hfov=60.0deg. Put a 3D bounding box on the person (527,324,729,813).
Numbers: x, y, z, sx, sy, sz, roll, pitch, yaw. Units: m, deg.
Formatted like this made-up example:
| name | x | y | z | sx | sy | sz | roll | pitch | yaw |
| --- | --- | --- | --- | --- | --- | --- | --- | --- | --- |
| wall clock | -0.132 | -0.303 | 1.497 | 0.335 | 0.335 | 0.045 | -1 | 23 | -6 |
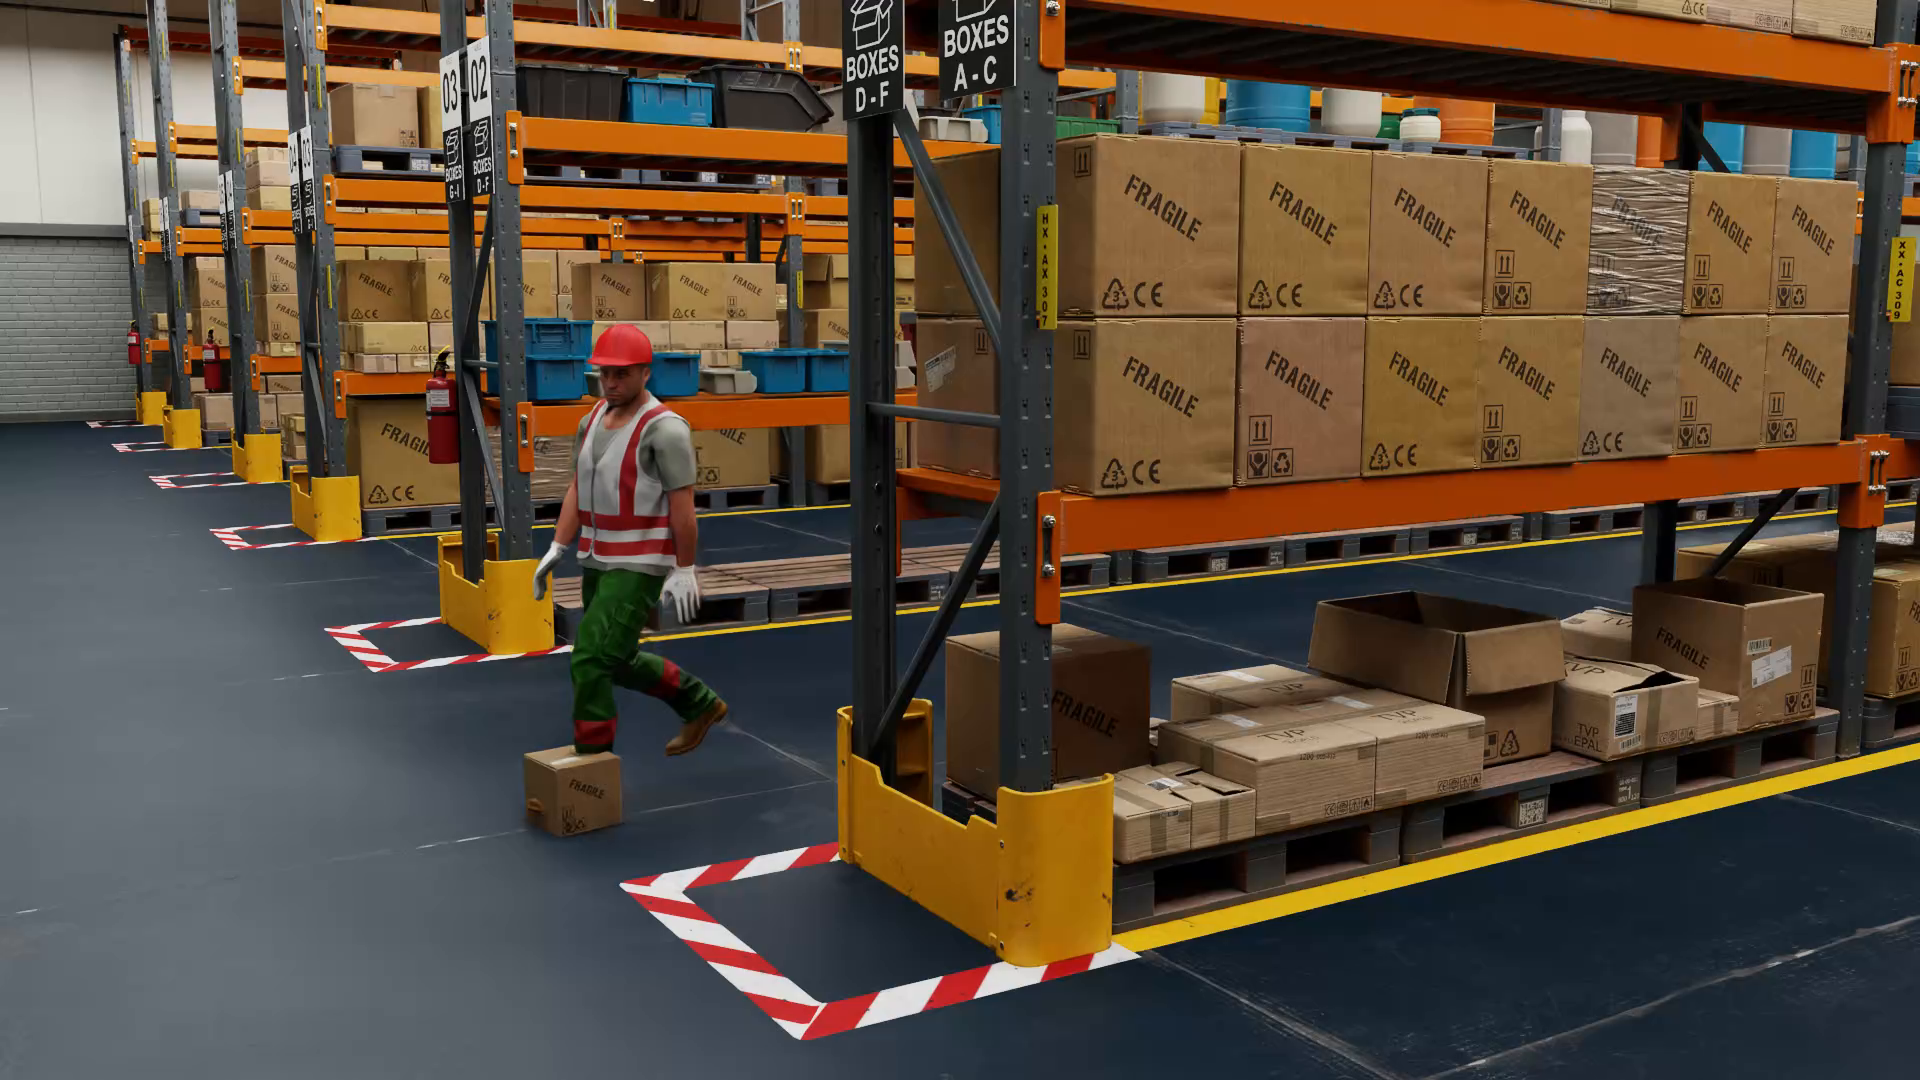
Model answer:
| name | x | y | z | sx | sy | sz | roll | pitch | yaw |
| --- | --- | --- | --- | --- | --- | --- | --- | --- | --- |
| person | -1.180 | 0.087 | 6.068 | 0.949 | 1.739 | 0.542 | -8 | 11 | -44 |
